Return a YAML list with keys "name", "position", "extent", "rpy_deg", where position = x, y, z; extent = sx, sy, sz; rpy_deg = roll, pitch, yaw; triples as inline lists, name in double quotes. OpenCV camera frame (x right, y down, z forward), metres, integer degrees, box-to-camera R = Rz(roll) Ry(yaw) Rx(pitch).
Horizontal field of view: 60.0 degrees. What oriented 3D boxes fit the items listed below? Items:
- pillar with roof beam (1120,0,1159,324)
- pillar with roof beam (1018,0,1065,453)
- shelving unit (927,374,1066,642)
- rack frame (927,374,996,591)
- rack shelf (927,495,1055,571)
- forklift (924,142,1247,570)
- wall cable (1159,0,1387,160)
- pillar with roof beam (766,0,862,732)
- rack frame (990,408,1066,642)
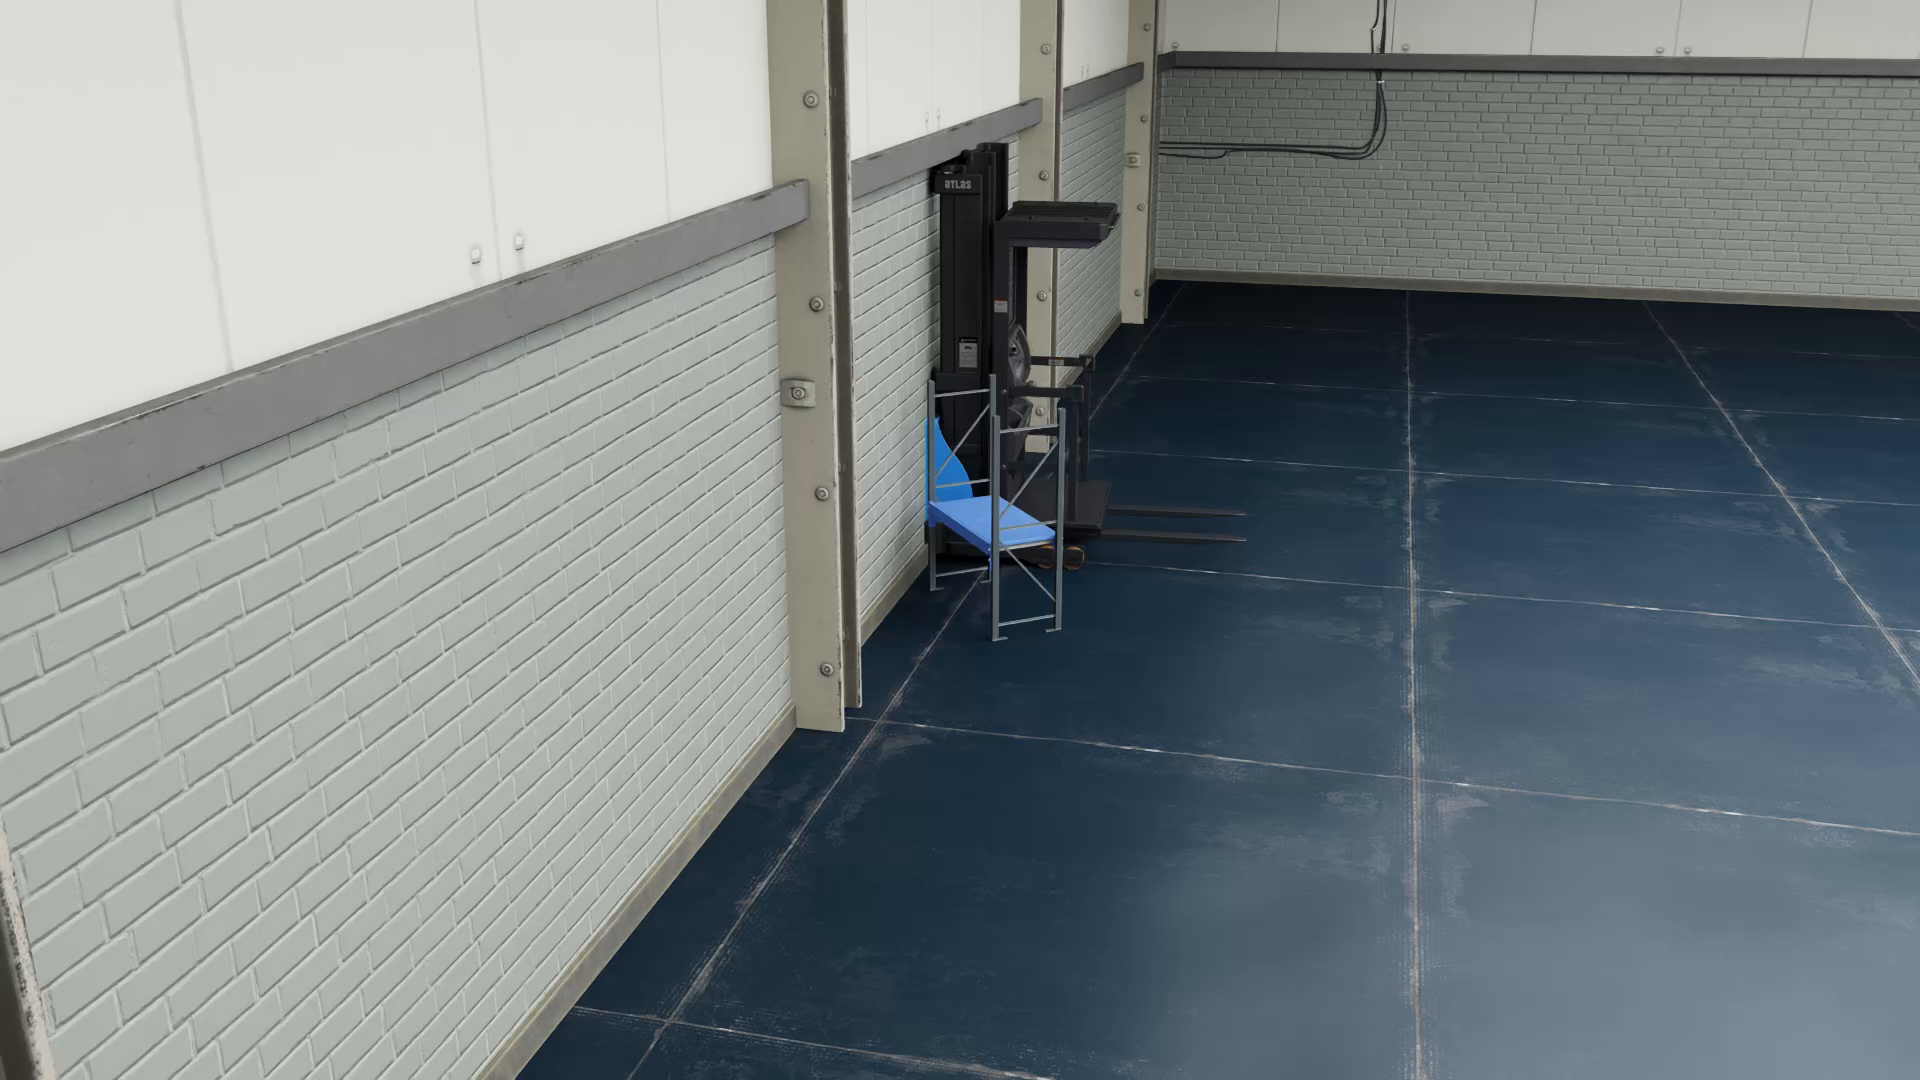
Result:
- name: "pillar with roof beam"
  position: [6.331, -6.657, 18.256]
  extent: [9.100, 9.000, 0.400]
  rpy_deg: [5, 19, 13]
- name: "pillar with roof beam"
  position: [4.865, -4.777, 12.751]
  extent: [9.100, 9.000, 0.400]
  rpy_deg: [5, 19, 13]
- name: "shelving unit"
  position: [0.222, -0.239, 11.066]
  extent: [0.538, 1.500, 1.048]
  rpy_deg: [-8, 21, -23]
- name: "rack frame"
  position: [0.012, -0.388, 11.504]
  extent: [0.500, 1.500, 0.032]
  rpy_deg: [-8, 21, -23]
- name: "rack shelf"
  position: [0.222, -0.068, 11.124]
  extent: [0.538, 0.185, 1.000]
  rpy_deg: [-8, 21, -23]
- name: "forklift"
  position: [0.621, -1.355, 12.120]
  extent: [3.031, 2.935, 1.130]
  rpy_deg: [3, 19, 9]
- name: "wall cable"
  position: [4.159, -6.347, 22.151]
  extent: [3.097, 2.526, 0.112]
  rpy_deg: [5, 19, 13]
- name: "pillar with roof beam"
  position: [3.399, -2.896, 7.245]
  extent: [9.100, 9.000, 0.400]
  rpy_deg: [5, 19, 13]
- name: "rack frame"
  position: [0.431, -0.089, 10.627]
  extent: [0.500, 1.500, 0.032]
  rpy_deg: [-8, 21, -23]
